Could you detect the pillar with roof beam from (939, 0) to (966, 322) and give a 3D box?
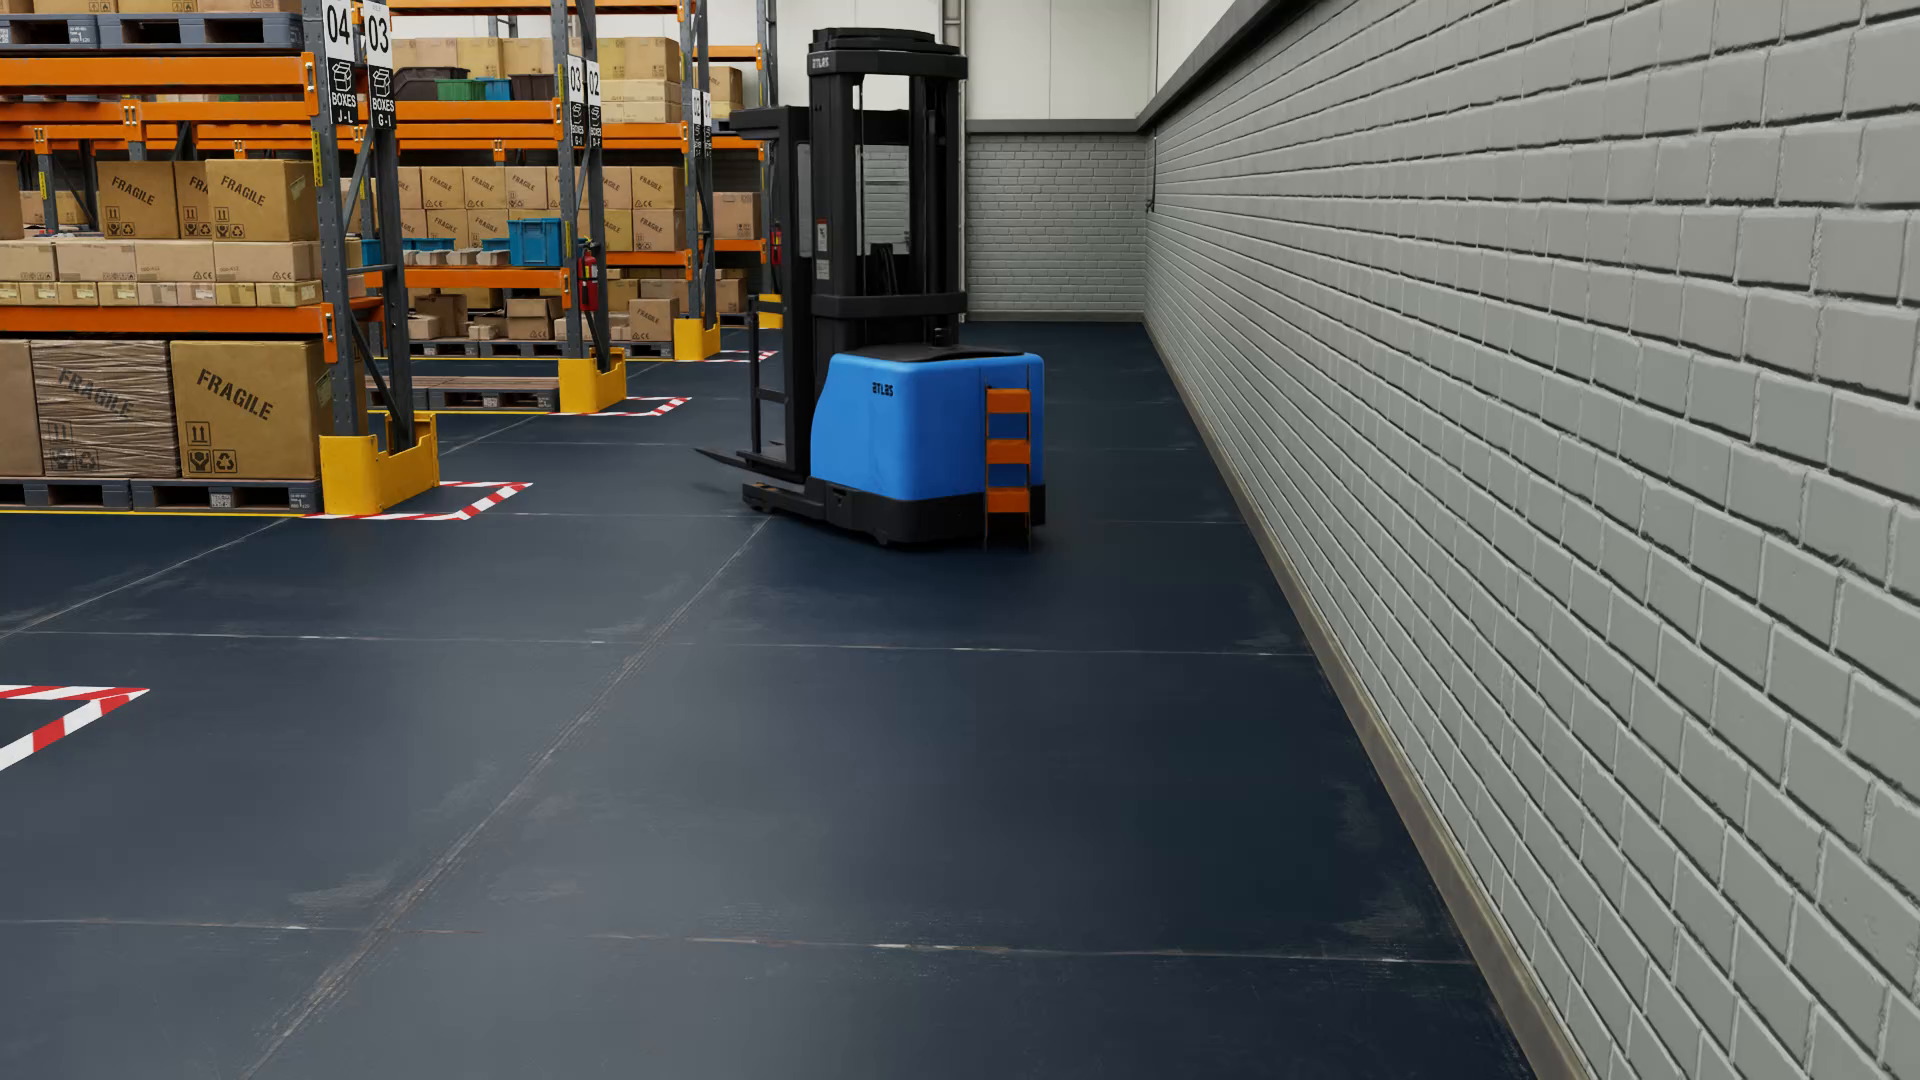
[{"bbox_3d":[-0.400,-6.977,21.144,0.400,9.000,9.100,1,12,4],"label":"pillar with roof beam"}]

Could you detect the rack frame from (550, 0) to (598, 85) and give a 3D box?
[{"bbox_3d":[-3.526,-5.693,15.005,0.127,3.000,1.000,1,12,4],"label":"rack frame"}]

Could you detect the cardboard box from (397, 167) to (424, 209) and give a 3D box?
[{"bbox_3d":[-6.731,-4.297,20.300,0.500,0.500,0.500,1,12,5],"label":"cardboard box"}]

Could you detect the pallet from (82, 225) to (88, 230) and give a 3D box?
[{"bbox_3d":[-12.824,-4.815,25.927,1.213,0.211,1.003,1,12,4],"label":"pallet"}]

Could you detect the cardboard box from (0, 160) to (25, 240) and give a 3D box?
[{"bbox_3d":[-6.377,-2.165,10.601,0.500,0.500,0.500,0,12,2],"label":"cardboard box"}]

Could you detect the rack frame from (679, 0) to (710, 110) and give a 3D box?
[{"bbox_3d":[-3.192,-6.705,19.842,0.127,3.000,1.000,1,12,4],"label":"rack frame"}]

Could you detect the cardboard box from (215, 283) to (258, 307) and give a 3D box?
[{"bbox_3d":[-4.494,-1.562,10.524,0.250,0.149,0.380,1,12,4],"label":"cardboard box"}]

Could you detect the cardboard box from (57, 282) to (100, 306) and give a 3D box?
[{"bbox_3d":[-5.513,-1.576,10.591,0.250,0.149,0.380,1,12,4],"label":"cardboard box"}]

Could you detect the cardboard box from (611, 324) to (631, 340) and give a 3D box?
[{"bbox_3d":[-4.149,-2.578,20.611,0.250,0.166,0.380,1,12,4],"label":"cardboard box"}]

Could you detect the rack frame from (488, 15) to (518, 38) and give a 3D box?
[{"bbox_3d":[-6.855,-7.771,24.942,0.127,3.000,1.000,1,12,4],"label":"rack frame"}]

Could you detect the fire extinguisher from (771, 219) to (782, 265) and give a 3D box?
[{"bbox_3d":[-2.745,-4.464,24.880,0.183,0.674,0.296,1,12,4],"label":"fire extinguisher"}]

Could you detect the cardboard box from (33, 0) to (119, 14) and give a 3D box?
[{"bbox_3d":[-5.452,-3.542,10.534,0.500,0.500,0.700,0,12,0],"label":"cardboard box"}]

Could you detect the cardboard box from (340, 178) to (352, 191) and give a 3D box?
[{"bbox_3d":[-9.375,-5.389,25.353,0.500,0.250,0.500,1,12,4],"label":"cardboard box"}]

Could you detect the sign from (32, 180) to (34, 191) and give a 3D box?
[{"bbox_3d":[-14.804,-5.625,26.503,0.005,0.325,0.100,1,12,4],"label":"sign"}]

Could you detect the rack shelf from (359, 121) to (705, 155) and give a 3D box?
[{"bbox_3d":[-5.187,-4.912,20.354,4.000,0.370,1.077,1,12,4],"label":"rack shelf"}]

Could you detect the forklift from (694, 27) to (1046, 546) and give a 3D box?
[{"bbox_3d":[-0.748,-1.654,10.516,1.130,2.935,3.031,-8,14,-34],"label":"forklift"}]

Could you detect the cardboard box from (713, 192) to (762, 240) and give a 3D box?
[{"bbox_3d":[-3.374,-4.932,25.287,0.700,0.700,0.980,1,12,6],"label":"cardboard box"}]

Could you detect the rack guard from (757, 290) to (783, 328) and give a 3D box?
[{"bbox_3d":[-2.840,-3.556,25.549,0.348,0.500,1.175,1,12,4],"label":"rack guard"}]

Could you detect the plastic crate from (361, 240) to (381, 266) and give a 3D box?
[{"bbox_3d":[-5.593,-2.679,15.514,0.300,0.233,0.416,1,12,4],"label":"plastic crate"}]

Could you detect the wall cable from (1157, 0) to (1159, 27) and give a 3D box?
[{"bbox_3d":[2.574,-7.966,21.120,0.112,2.526,3.097,1,12,4],"label":"wall cable"}]

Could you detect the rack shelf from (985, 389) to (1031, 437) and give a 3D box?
[{"bbox_3d":[0.266,-0.725,9.335,0.240,0.259,0.215,-1,12,-2],"label":"rack shelf"}]

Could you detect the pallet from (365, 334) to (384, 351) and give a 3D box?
[{"bbox_3d":[-7.997,-2.461,21.020,1.213,0.211,1.003,1,12,4],"label":"pallet"}]

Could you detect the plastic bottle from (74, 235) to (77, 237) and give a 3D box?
[{"bbox_3d":[-8.741,-2.858,16.391,0.133,0.283,0.061,1,12,4],"label":"plastic bottle"}]

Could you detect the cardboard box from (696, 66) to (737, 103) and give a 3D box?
[{"bbox_3d":[-3.613,-6.751,24.654,0.500,0.500,0.500,1,12,4],"label":"cardboard box"}]

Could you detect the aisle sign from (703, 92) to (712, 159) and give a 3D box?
[{"bbox_3d":[-3.104,-5.100,20.472,0.004,0.787,0.394,1,12,4],"label":"aisle sign"}]

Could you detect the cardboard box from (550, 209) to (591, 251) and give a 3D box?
[{"bbox_3d":[-4.672,-3.782,20.278,0.500,0.500,0.500,1,12,4],"label":"cardboard box"}]

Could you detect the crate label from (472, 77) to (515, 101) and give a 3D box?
[{"bbox_3d":[-4.425,-4.230,15.703,0.502,0.251,0.408,1,12,4],"label":"crate label"}]

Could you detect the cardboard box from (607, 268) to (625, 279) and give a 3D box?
[{"bbox_3d":[-5.266,-4.054,25.319,0.250,0.149,0.380,0,12,2],"label":"cardboard box"}]

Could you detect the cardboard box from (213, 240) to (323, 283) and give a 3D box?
[{"bbox_3d":[-4.359,-1.769,10.539,0.500,0.250,0.500,1,12,3],"label":"cardboard box"}]

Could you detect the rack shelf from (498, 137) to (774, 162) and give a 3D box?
[{"bbox_3d":[-4.860,-5.924,25.192,4.000,0.370,1.077,1,12,4],"label":"rack shelf"}]

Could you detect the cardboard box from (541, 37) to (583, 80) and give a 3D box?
[{"bbox_3d":[-4.705,-5.788,20.098,0.500,0.500,0.700,1,12,4],"label":"cardboard box"}]

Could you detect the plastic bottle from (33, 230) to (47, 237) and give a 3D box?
[{"bbox_3d":[-8.641,-2.735,15.638,0.185,0.351,0.144,1,12,4],"label":"plastic bottle"}]

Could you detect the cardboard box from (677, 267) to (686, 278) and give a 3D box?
[{"bbox_3d":[-4.186,-4.118,25.625,0.250,0.149,0.380,1,12,4],"label":"cardboard box"}]

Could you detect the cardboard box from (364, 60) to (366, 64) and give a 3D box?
[{"bbox_3d":[-7.680,-5.617,20.452,0.600,0.600,0.600,0,12,-2],"label":"cardboard box"}]

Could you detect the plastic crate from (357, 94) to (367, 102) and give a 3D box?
[{"bbox_3d":[-5.605,-4.073,15.232,0.530,0.136,0.437,1,12,4],"label":"plastic crate"}]

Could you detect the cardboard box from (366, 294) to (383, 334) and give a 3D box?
[{"bbox_3d":[-7.649,-2.871,21.198,0.500,0.500,0.500,0,12,1],"label":"cardboard box"}]

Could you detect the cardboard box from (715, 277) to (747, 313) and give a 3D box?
[{"bbox_3d":[-3.569,-3.751,25.455,0.500,0.500,0.700,1,12,4],"label":"cardboard box"}]

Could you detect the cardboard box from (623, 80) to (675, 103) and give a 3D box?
[{"bbox_3d":[-3.721,-5.363,19.898,0.500,0.250,0.500,1,12,4],"label":"cardboard box"}]

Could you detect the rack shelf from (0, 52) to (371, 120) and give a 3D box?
[{"bbox_3d":[-5.853,-2.888,10.679,4.000,0.370,1.077,1,12,4],"label":"rack shelf"}]

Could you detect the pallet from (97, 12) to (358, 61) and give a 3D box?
[{"bbox_3d":[-4.598,-3.177,10.522,1.213,0.211,1.003,1,12,4],"label":"pallet"}]

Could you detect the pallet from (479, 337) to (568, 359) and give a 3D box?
[{"bbox_3d":[-5.277,-2.432,20.880,1.213,0.211,1.003,1,12,4],"label":"pallet"}]

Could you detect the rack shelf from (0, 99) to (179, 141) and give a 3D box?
[{"bbox_3d":[-9.513,-3.955,15.778,4.000,0.370,1.077,1,12,4],"label":"rack shelf"}]

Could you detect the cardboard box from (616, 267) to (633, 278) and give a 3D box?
[{"bbox_3d":[-5.207,-4.132,25.690,0.250,0.149,0.380,1,12,4],"label":"cardboard box"}]

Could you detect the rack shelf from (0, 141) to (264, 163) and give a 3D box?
[{"bbox_3d":[-12.842,-6.033,25.715,4.000,0.370,1.077,1,12,4],"label":"rack shelf"}]

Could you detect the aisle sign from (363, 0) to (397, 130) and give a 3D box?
[{"bbox_3d":[-3.765,-3.077,10.804,0.004,0.787,0.394,1,12,4],"label":"aisle sign"}]

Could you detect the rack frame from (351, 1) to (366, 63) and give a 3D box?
[{"bbox_3d":[-7.183,-6.759,20.104,0.127,3.000,1.000,1,12,4],"label":"rack frame"}]

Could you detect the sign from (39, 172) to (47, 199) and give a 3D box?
[{"bbox_3d":[-11.207,-4.331,20.319,0.005,0.325,0.100,1,12,4],"label":"sign"}]

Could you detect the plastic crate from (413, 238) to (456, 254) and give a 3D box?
[{"bbox_3d":[-5.064,-2.792,16.054,0.300,0.233,0.416,1,12,4],"label":"plastic crate"}]

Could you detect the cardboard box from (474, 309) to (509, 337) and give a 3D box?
[{"bbox_3d":[-5.847,-2.762,21.139,0.500,0.311,0.500,1,12,4],"label":"cardboard box"}]

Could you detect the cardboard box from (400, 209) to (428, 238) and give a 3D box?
[{"bbox_3d":[-6.692,-3.809,20.408,0.500,0.500,0.500,1,12,5],"label":"cardboard box"}]

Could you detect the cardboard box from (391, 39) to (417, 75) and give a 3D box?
[{"bbox_3d":[-6.695,-5.831,20.304,0.500,0.500,0.700,1,12,4],"label":"cardboard box"}]

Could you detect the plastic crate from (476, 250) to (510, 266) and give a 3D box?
[{"bbox_3d":[-4.352,-2.631,15.516,0.243,0.136,0.396,1,12,4],"label":"plastic crate"}]

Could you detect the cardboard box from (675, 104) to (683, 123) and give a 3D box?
[{"bbox_3d":[-3.687,-5.222,20.446,0.500,0.250,0.500,1,12,4],"label":"cardboard box"}]

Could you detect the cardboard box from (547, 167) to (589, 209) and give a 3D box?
[{"bbox_3d":[-4.676,-4.269,20.166,0.500,0.500,0.500,1,12,5],"label":"cardboard box"}]

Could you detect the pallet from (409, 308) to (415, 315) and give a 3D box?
[{"bbox_3d":[-8.851,-3.481,25.896,1.213,0.211,1.003,1,12,4],"label":"pallet"}]

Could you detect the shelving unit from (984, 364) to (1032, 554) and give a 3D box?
[{"bbox_3d":[0.266,-0.457,9.391,0.252,1.050,0.215,-1,12,-2],"label":"shelving unit"}]
